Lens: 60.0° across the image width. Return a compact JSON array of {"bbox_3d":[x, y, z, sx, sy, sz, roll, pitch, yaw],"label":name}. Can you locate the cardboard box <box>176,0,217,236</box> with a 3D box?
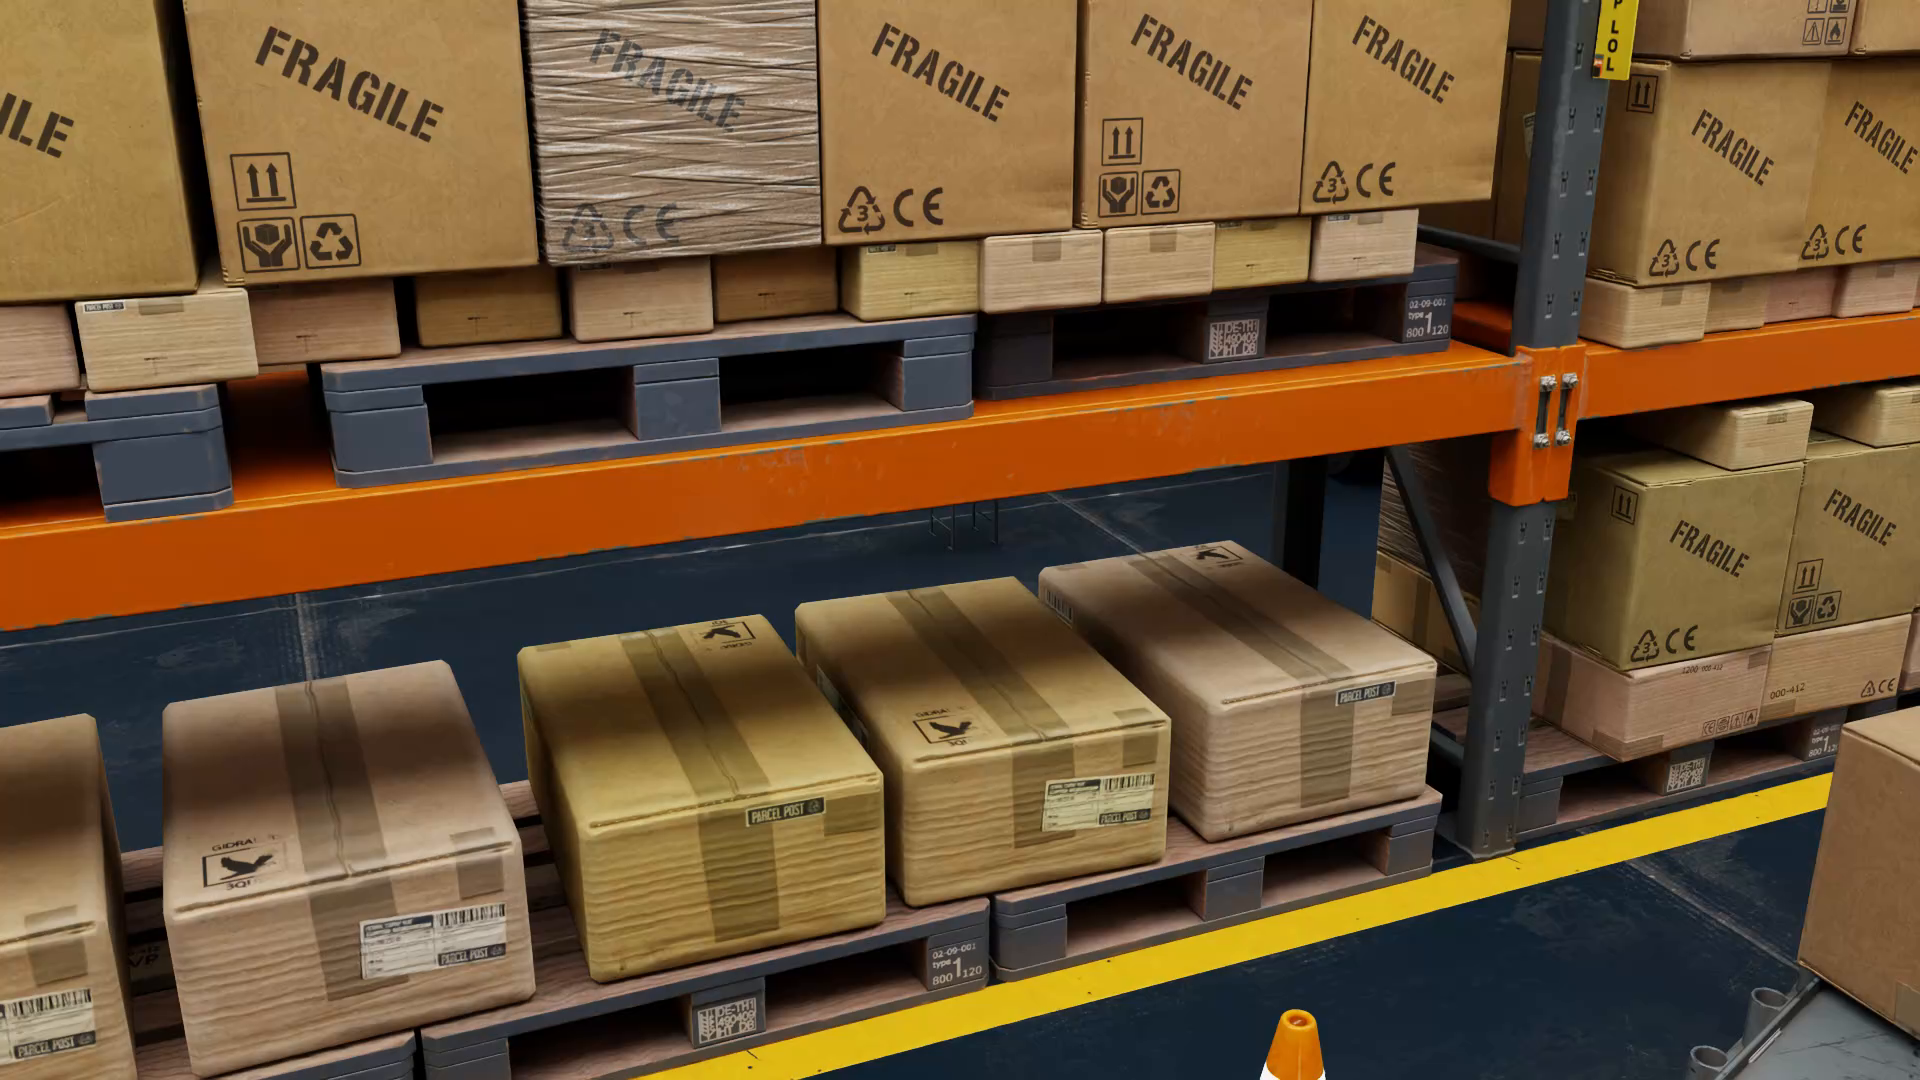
[{"bbox_3d":[-1.272,-0.900,3.330,0.500,0.500,0.500,-10,22,-26],"label":"cardboard box"}]

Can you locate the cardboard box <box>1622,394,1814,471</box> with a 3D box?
[{"bbox_3d":[1.948,-0.312,4.293,0.250,0.149,0.380,-8,21,-21],"label":"cardboard box"}]

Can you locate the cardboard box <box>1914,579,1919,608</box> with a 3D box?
[{"bbox_3d":[2.773,-0.149,4.808,0.500,0.500,0.500,-7,21,-19],"label":"cardboard box"}]

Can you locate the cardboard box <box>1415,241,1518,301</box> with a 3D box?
[{"bbox_3d":[1.335,-0.774,4.583,0.250,0.149,0.380,-8,21,-22],"label":"cardboard box"}]

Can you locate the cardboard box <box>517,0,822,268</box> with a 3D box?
[{"bbox_3d":[-0.584,-0.812,3.080,0.500,0.500,0.500,-9,21,-24],"label":"cardboard box"}]

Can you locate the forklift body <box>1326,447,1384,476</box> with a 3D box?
[{"bbox_3d":[1.845,-1.591,7.802,1.214,2.155,2.313,-8,21,-22],"label":"forklift body"}]

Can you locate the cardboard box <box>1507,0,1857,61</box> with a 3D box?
[{"bbox_3d":[1.651,-1.408,3.902,0.500,0.500,0.700,-8,21,-22],"label":"cardboard box"}]

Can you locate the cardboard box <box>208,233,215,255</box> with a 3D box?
[{"bbox_3d":[-1.639,-0.561,3.344,0.250,0.149,0.380,-9,21,-24],"label":"cardboard box"}]

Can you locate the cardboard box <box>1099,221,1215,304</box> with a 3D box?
[{"bbox_3d":[0.326,-0.611,3.487,0.250,0.149,0.380,-9,21,-23],"label":"cardboard box"}]

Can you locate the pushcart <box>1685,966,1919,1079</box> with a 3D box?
[{"bbox_3d":[2.110,1.168,2.637,0.936,0.377,1.648,-17,26,-40],"label":"pushcart"}]

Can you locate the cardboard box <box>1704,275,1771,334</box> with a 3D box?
[{"bbox_3d":[1.788,-0.632,4.178,0.250,0.149,0.380,-8,21,-20],"label":"cardboard box"}]

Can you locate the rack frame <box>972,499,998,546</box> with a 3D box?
[{"bbox_3d":[0.097,-0.580,6.362,0.006,1.200,0.240,-8,21,-22],"label":"rack frame"}]

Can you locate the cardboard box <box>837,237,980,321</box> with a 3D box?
[{"bbox_3d":[-0.145,-0.555,3.329,0.250,0.149,0.380,-8,21,-22],"label":"cardboard box"}]

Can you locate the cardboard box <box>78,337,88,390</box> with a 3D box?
[{"bbox_3d":[-3.904,-0.900,7.506,0.625,0.625,0.875,-7,21,-20],"label":"cardboard box"}]

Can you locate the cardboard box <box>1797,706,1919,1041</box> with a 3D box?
[{"bbox_3d":[1.893,0.603,2.916,0.500,0.500,0.500,-8,21,-22],"label":"cardboard box"}]

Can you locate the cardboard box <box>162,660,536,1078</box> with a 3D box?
[{"bbox_3d":[-1.315,0.639,3.514,0.625,0.372,0.950,-9,21,-23],"label":"cardboard box"}]

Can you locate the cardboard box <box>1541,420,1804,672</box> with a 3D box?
[{"bbox_3d":[1.809,-0.008,4.406,0.500,0.500,0.500,-7,21,-19],"label":"cardboard box"}]

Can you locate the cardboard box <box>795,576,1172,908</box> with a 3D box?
[{"bbox_3d":[0.021,0.449,4.054,0.625,0.372,0.950,-7,21,-19],"label":"cardboard box"}]

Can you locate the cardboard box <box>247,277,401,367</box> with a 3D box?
[{"bbox_3d":[-1.147,-0.431,2.976,0.250,0.149,0.380,-7,21,-19],"label":"cardboard box"}]

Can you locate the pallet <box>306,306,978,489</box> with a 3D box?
[{"bbox_3d":[-0.711,-0.414,3.469,1.213,0.211,1.003,-8,21,-22],"label":"pallet"}]

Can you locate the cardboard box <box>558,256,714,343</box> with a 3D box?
[{"bbox_3d":[-0.637,-0.495,3.157,0.250,0.149,0.380,-7,21,-20],"label":"cardboard box"}]

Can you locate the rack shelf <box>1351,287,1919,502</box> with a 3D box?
[{"bbox_3d":[2.997,-0.681,5.024,4.000,0.370,1.077,-8,21,-22],"label":"rack shelf"}]

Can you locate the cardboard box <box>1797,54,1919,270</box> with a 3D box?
[{"bbox_3d":[2.127,-0.991,4.222,0.500,0.500,0.500,-8,21,-22],"label":"cardboard box"}]

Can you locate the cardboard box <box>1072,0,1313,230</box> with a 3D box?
[{"bbox_3d":[0.373,-0.947,3.464,0.500,0.500,0.500,-8,21,-22],"label":"cardboard box"}]

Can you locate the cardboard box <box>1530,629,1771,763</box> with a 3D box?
[{"bbox_3d":[1.809,0.346,4.531,0.500,0.250,0.500,-9,21,-24],"label":"cardboard box"}]

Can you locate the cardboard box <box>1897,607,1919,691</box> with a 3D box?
[{"bbox_3d":[2.781,0.202,4.940,0.500,0.250,0.500,-8,21,-23],"label":"cardboard box"}]

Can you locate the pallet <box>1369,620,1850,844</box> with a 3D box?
[{"bbox_3d":[1.763,0.459,4.902,1.213,0.211,1.003,-8,21,-22],"label":"pallet"}]

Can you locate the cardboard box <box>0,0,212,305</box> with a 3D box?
[{"bbox_3d":[-1.532,-0.676,2.695,0.500,0.500,0.500,-7,21,-19],"label":"cardboard box"}]

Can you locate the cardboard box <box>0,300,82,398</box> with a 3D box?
[{"bbox_3d":[-1.598,-0.346,2.734,0.250,0.149,0.380,-10,22,-25],"label":"cardboard box"}]

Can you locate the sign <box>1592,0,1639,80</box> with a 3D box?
[{"bbox_3d":[1.384,-1.135,3.485,0.005,0.325,0.100,-8,21,-22],"label":"sign"}]

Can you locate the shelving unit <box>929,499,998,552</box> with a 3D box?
[{"bbox_3d":[0.013,-0.568,6.328,0.189,1.200,0.258,-8,21,-22],"label":"shelving unit"}]

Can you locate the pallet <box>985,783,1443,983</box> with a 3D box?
[{"bbox_3d":[0.446,0.661,4.328,1.213,0.211,1.003,-8,21,-22],"label":"pallet"}]

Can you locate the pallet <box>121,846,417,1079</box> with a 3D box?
[{"bbox_3d":[-1.794,0.982,3.416,1.213,0.211,1.003,-8,21,-22],"label":"pallet"}]

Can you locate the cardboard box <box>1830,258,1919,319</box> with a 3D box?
[{"bbox_3d":[2.261,-0.698,4.366,0.250,0.149,0.380,-7,21,-20],"label":"cardboard box"}]

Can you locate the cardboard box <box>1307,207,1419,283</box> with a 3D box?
[{"bbox_3d":[0.798,-0.685,3.698,0.250,0.149,0.380,-8,21,-21],"label":"cardboard box"}]
